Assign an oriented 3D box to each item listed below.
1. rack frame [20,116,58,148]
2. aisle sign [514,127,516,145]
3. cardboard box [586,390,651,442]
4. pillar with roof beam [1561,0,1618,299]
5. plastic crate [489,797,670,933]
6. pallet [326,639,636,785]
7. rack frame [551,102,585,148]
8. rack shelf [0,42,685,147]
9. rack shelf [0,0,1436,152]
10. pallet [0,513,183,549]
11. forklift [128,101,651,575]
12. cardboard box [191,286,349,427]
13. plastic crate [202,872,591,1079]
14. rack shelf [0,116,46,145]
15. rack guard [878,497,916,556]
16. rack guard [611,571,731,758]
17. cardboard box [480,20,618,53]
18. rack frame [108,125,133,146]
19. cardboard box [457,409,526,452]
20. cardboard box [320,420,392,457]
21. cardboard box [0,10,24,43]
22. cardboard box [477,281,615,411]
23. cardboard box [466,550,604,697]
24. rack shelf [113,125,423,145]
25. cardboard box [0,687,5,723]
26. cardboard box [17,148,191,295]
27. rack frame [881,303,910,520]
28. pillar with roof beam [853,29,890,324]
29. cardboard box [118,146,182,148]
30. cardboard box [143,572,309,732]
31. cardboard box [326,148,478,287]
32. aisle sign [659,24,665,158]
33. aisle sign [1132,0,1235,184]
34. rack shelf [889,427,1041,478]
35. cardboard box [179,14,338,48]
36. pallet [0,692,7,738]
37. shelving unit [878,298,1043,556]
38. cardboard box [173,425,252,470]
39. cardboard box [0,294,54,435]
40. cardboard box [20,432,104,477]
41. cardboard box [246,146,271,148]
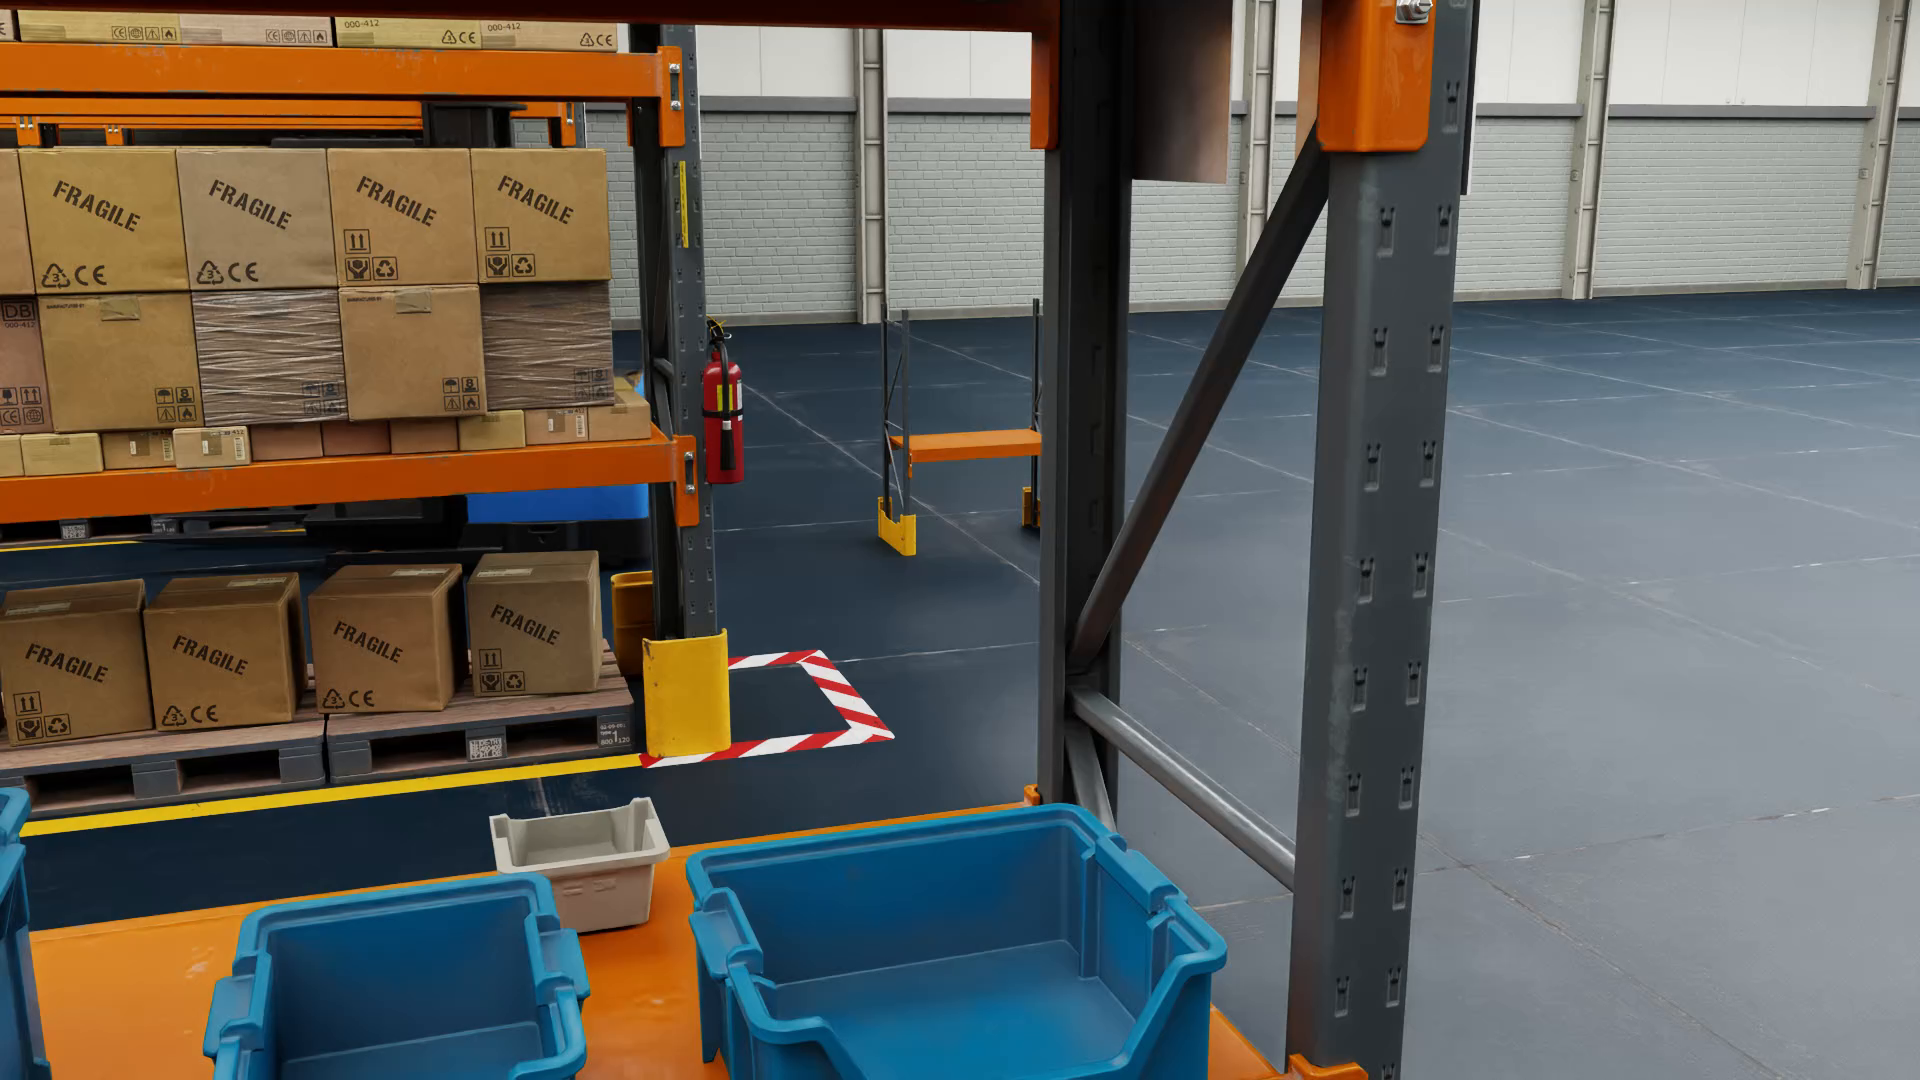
[{"bbox_3d":[-8.176,-2.580,15.007,0.127,3.000,1.000,-4,14,-18],"label":"rack frame"},{"bbox_3d":[-4.234,-4.081,15.699,0.004,0.787,0.394,-4,14,-18],"label":"aisle sign"},{"bbox_3d":[-1.428,-0.513,6.861,0.250,0.149,0.380,-4,14,-18],"label":"cardboard box"},{"bbox_3d":[11.514,-7.413,22.360,0.400,9.000,9.100,-4,14,-18],"label":"pillar with roof beam"},{"bbox_3d":[-0.595,0.508,2.593,0.250,0.136,0.298,-4,14,-18],"label":"plastic crate"},{"bbox_3d":[-2.077,0.713,7.190,1.213,0.211,1.003,-4,14,-18],"label":"pallet"},{"bbox_3d":[-2.710,-1.797,11.715,0.127,3.000,1.000,-4,14,-18],"label":"rack frame"},{"bbox_3d":[-3.120,-1.663,6.226,4.000,0.370,1.077,-4,14,-18],"label":"rack shelf"},{"bbox_3d":[-1.540,-0.577,1.659,4.000,0.370,1.077,-4,14,-18],"label":"rack shelf"},{"bbox_3d":[-5.756,-0.184,10.960,1.213,0.211,1.003,-4,14,-18],"label":"pallet"},{"bbox_3d":[-3.381,-1.327,9.890,3.031,2.935,1.130,-2,13,-7],"label":"forklift"},{"bbox_3d":[-2.678,-0.770,6.538,0.500,0.500,0.875,-4,14,-18],"label":"cardboard box"},{"bbox_3d":[-0.641,0.606,1.933,0.408,0.251,0.499,-4,14,-18],"label":"plastic crate"},{"bbox_3d":[-10.071,-3.542,14.122,4.000,0.370,1.077,-4,14,-18],"label":"rack shelf"},{"bbox_3d":[-0.400,-0.090,10.483,0.087,0.250,0.587,-4,14,-18],"label":"rack guard"},{"bbox_3d":[-1.296,0.520,7.376,0.348,0.500,1.175,-4,14,-18],"label":"rack guard"},{"bbox_3d":[-1.600,-1.997,6.397,0.500,0.250,0.500,-4,14,-17],"label":"cardboard box"},{"bbox_3d":[-9.763,-3.668,19.582,0.127,3.000,1.000,-4,14,-18],"label":"rack frame"},{"bbox_3d":[-1.886,-0.465,6.659,0.250,0.149,0.380,-4,14,-18],"label":"cardboard box"},{"bbox_3d":[-2.378,-0.441,6.556,0.250,0.149,0.380,-4,14,-18],"label":"cardboard box"},{"bbox_3d":[-3.533,-1.844,5.756,0.500,0.250,0.500,-5,14,-20],"label":"cardboard box"},{"bbox_3d":[-1.754,-0.860,6.919,0.500,0.500,0.875,-4,14,-18],"label":"cardboard box"},{"bbox_3d":[-1.821,0.353,7.173,0.500,0.500,0.500,-2,14,-8],"label":"cardboard box"},{"bbox_3d":[-7.867,-4.925,19.939,4.000,0.370,1.077,-4,14,-18],"label":"rack shelf"},{"bbox_3d":[-4.083,0.541,6.382,0.500,0.500,0.500,0,13,0],"label":"cardboard box"},{"bbox_3d":[-3.090,-1.177,6.089,0.500,0.500,0.500,-4,14,-18],"label":"cardboard box"},{"bbox_3d":[-0.401,-0.698,10.338,0.032,1.500,0.500,-4,14,-18],"label":"rack frame"},{"bbox_3d":[0.141,-6.527,18.636,0.400,9.000,9.100,-4,14,-18],"label":"pillar with roof beam"},{"bbox_3d":[-7.199,-3.277,14.920,0.500,0.500,0.700,-4,14,-18],"label":"cardboard box"},{"bbox_3d":[-2.976,0.446,6.779,0.500,0.500,0.500,-3,14,-13],"label":"cardboard box"},{"bbox_3d":[-2.139,-1.248,6.390,0.500,0.500,0.500,-4,14,-18],"label":"cardboard box"},{"bbox_3d":[-1.261,-2.037,7.105,0.004,0.787,0.394,-4,14,-18],"label":"aisle sign"},{"bbox_3d":[0.330,-0.950,2.535,0.004,0.787,0.394,-4,14,-18],"label":"aisle sign"},{"bbox_3d":[0.081,-0.561,10.537,1.000,0.185,0.538,-4,14,-18],"label":"rack shelf"},{"bbox_3d":[-2.561,-1.923,6.088,0.500,0.250,0.500,-4,14,-17],"label":"cardboard box"},{"bbox_3d":[-4.390,0.893,6.433,1.213,0.211,1.003,-4,14,-18],"label":"pallet"},{"bbox_3d":[0.072,-0.735,10.493,1.083,1.500,0.587,-4,14,-18],"label":"shelving unit"},{"bbox_3d":[-2.817,-0.379,6.298,0.250,0.149,0.380,-4,14,-18],"label":"cardboard box"},{"bbox_3d":[-3.642,-0.708,6.276,0.500,0.500,0.875,-4,14,-18],"label":"cardboard box"},{"bbox_3d":[-3.298,-0.348,6.165,0.250,0.149,0.380,-4,14,-18],"label":"cardboard box"},{"bbox_3d":[-6.249,-3.367,15.296,0.500,0.500,0.700,-5,14,-18],"label":"cardboard box"}]
